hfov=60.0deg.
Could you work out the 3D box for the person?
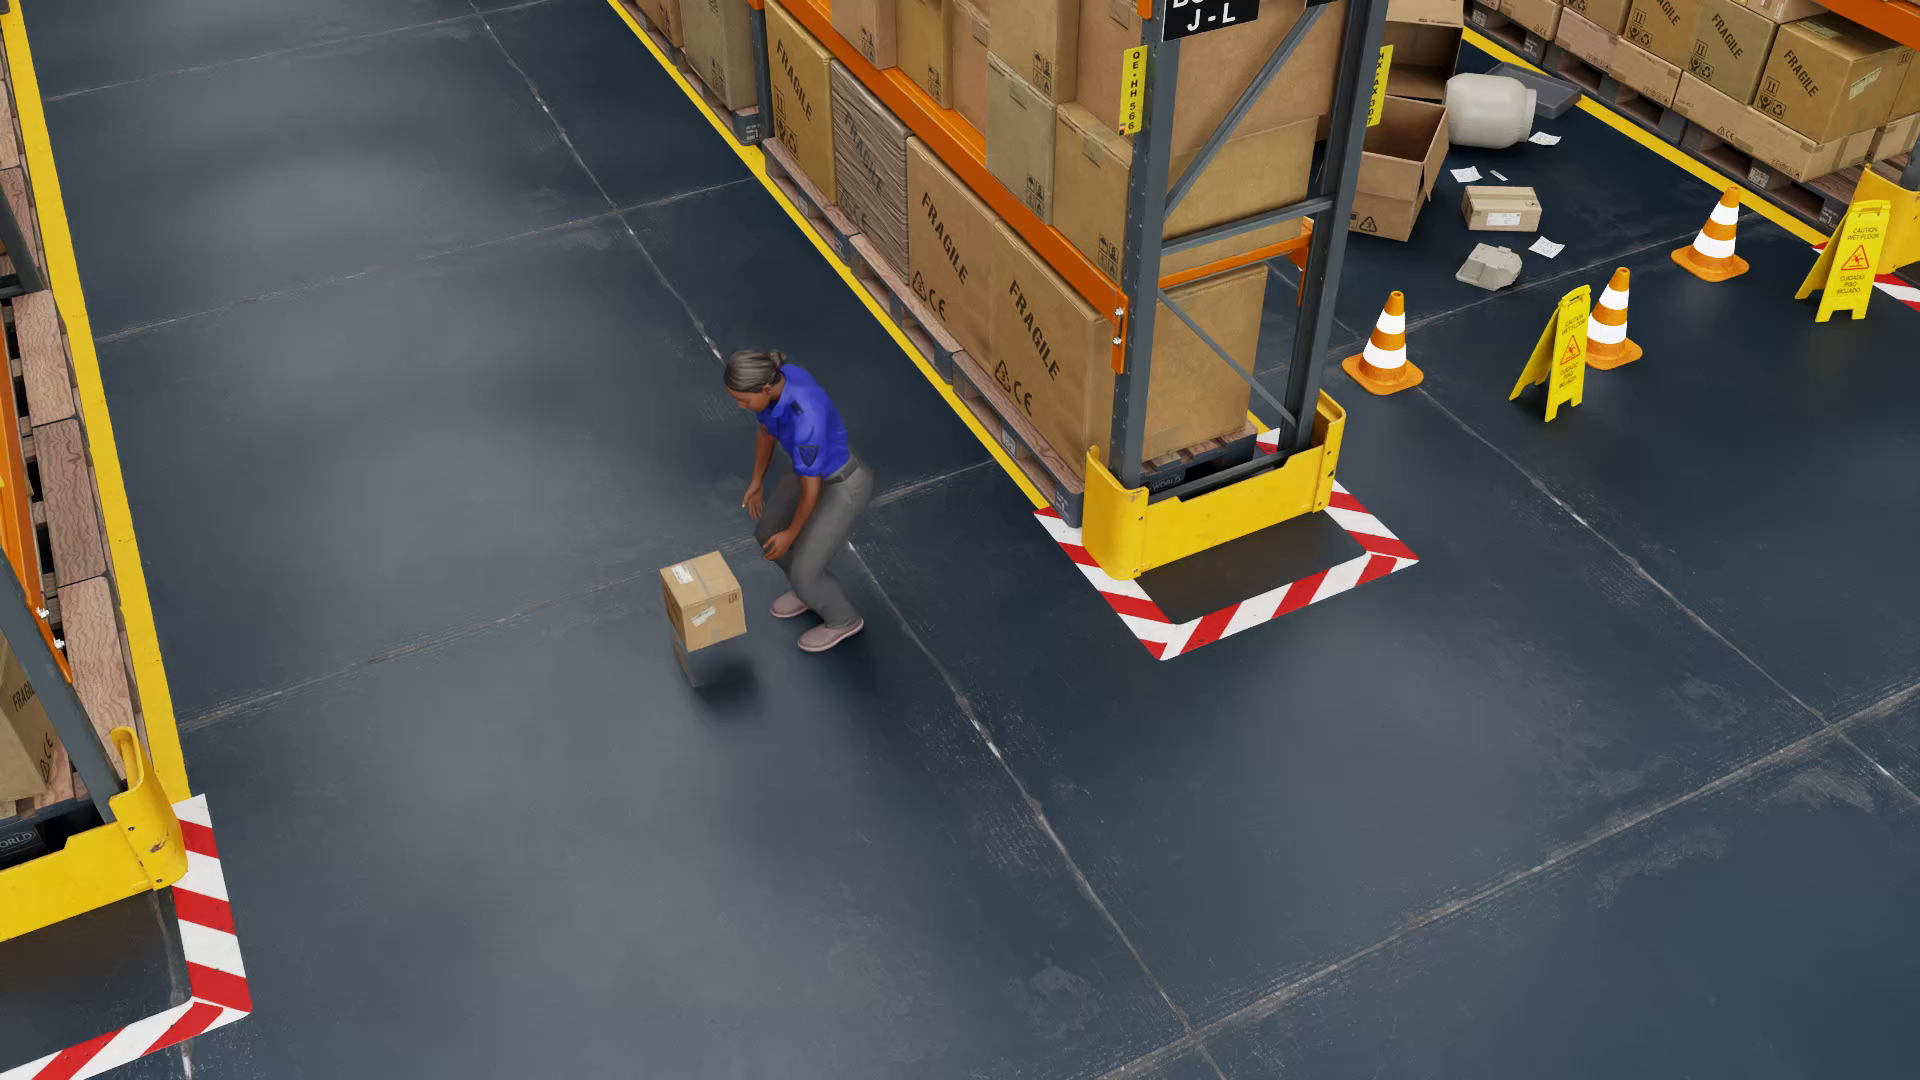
[{"bbox_3d":[-0.603,-0.177,6.519,0.555,1.465,0.490,-19,45,-20],"label":"person"}]
